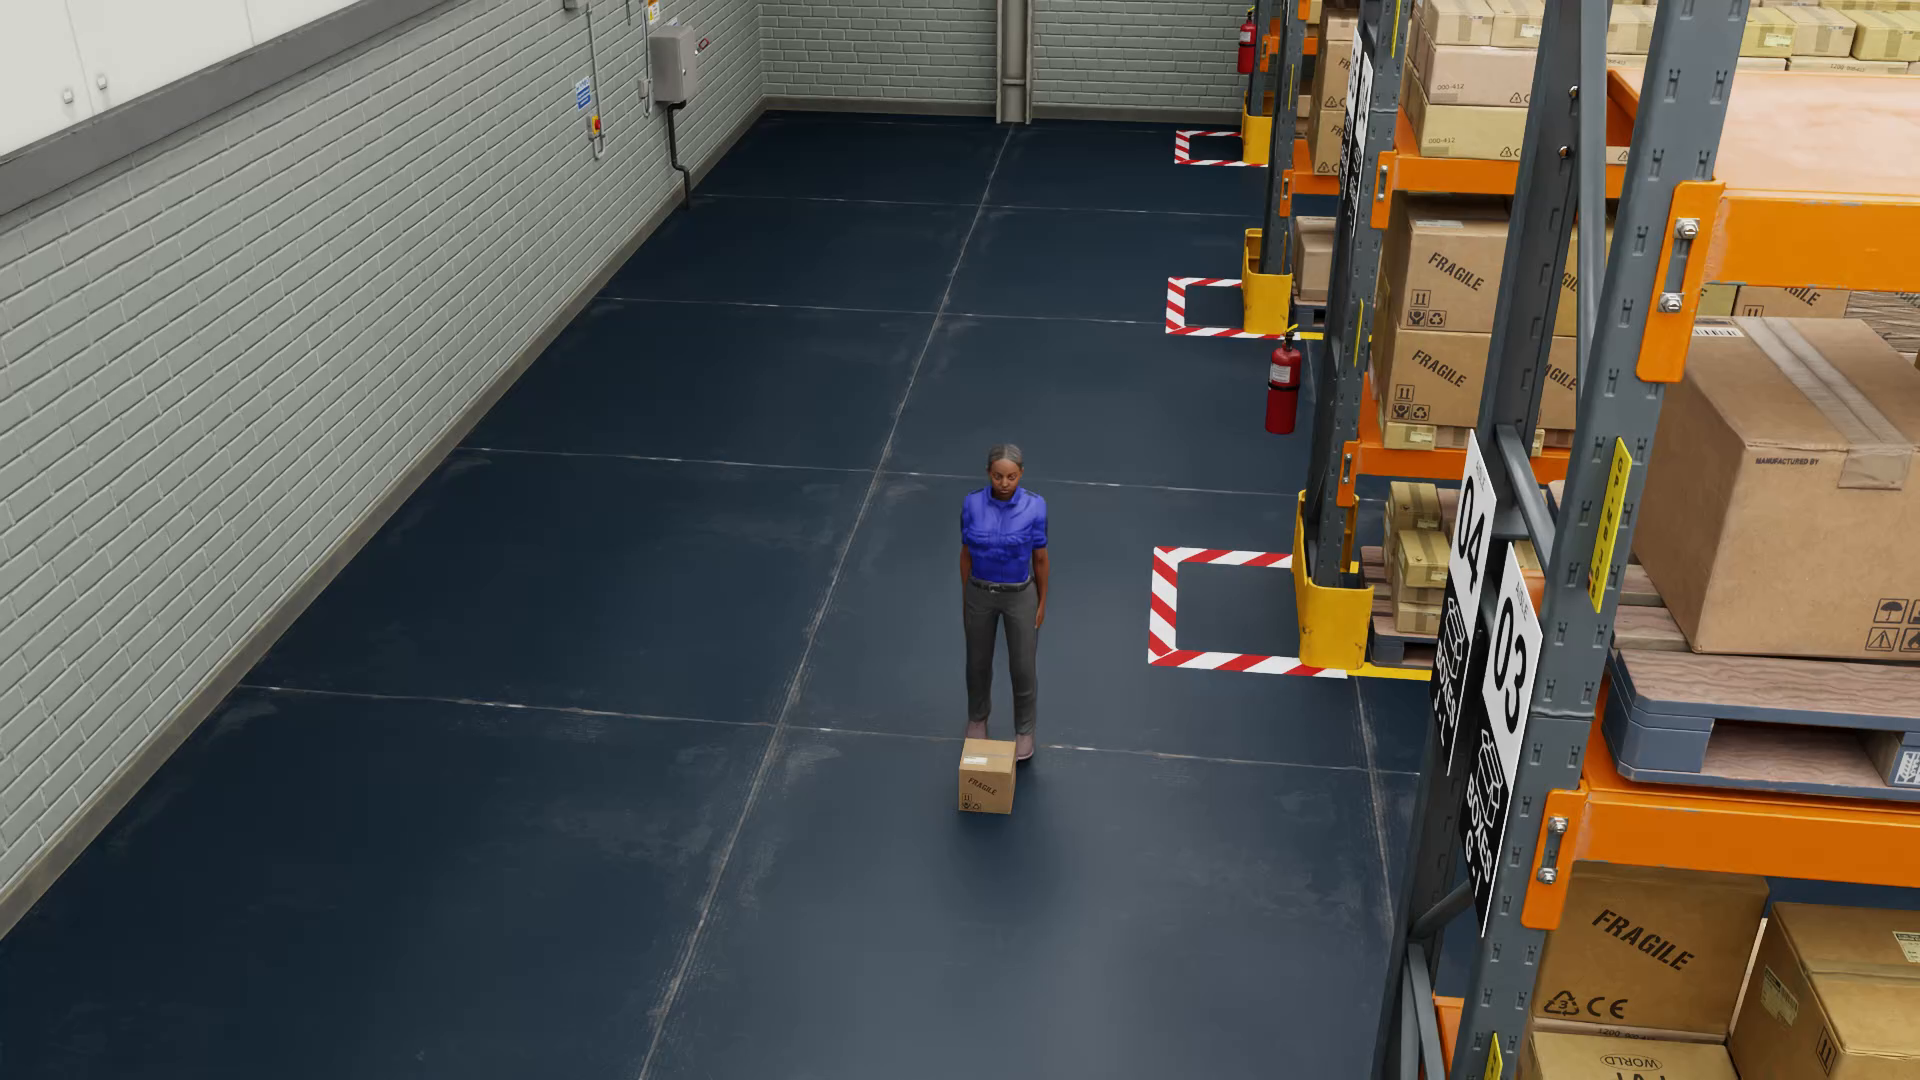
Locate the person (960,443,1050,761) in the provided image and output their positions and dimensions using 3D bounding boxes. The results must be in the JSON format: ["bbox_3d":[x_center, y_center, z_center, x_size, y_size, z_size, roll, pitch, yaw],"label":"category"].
[{"bbox_3d":[0.207,0.303,8.071,0.438,1.655,0.380,4,29,8],"label":"person"}]
